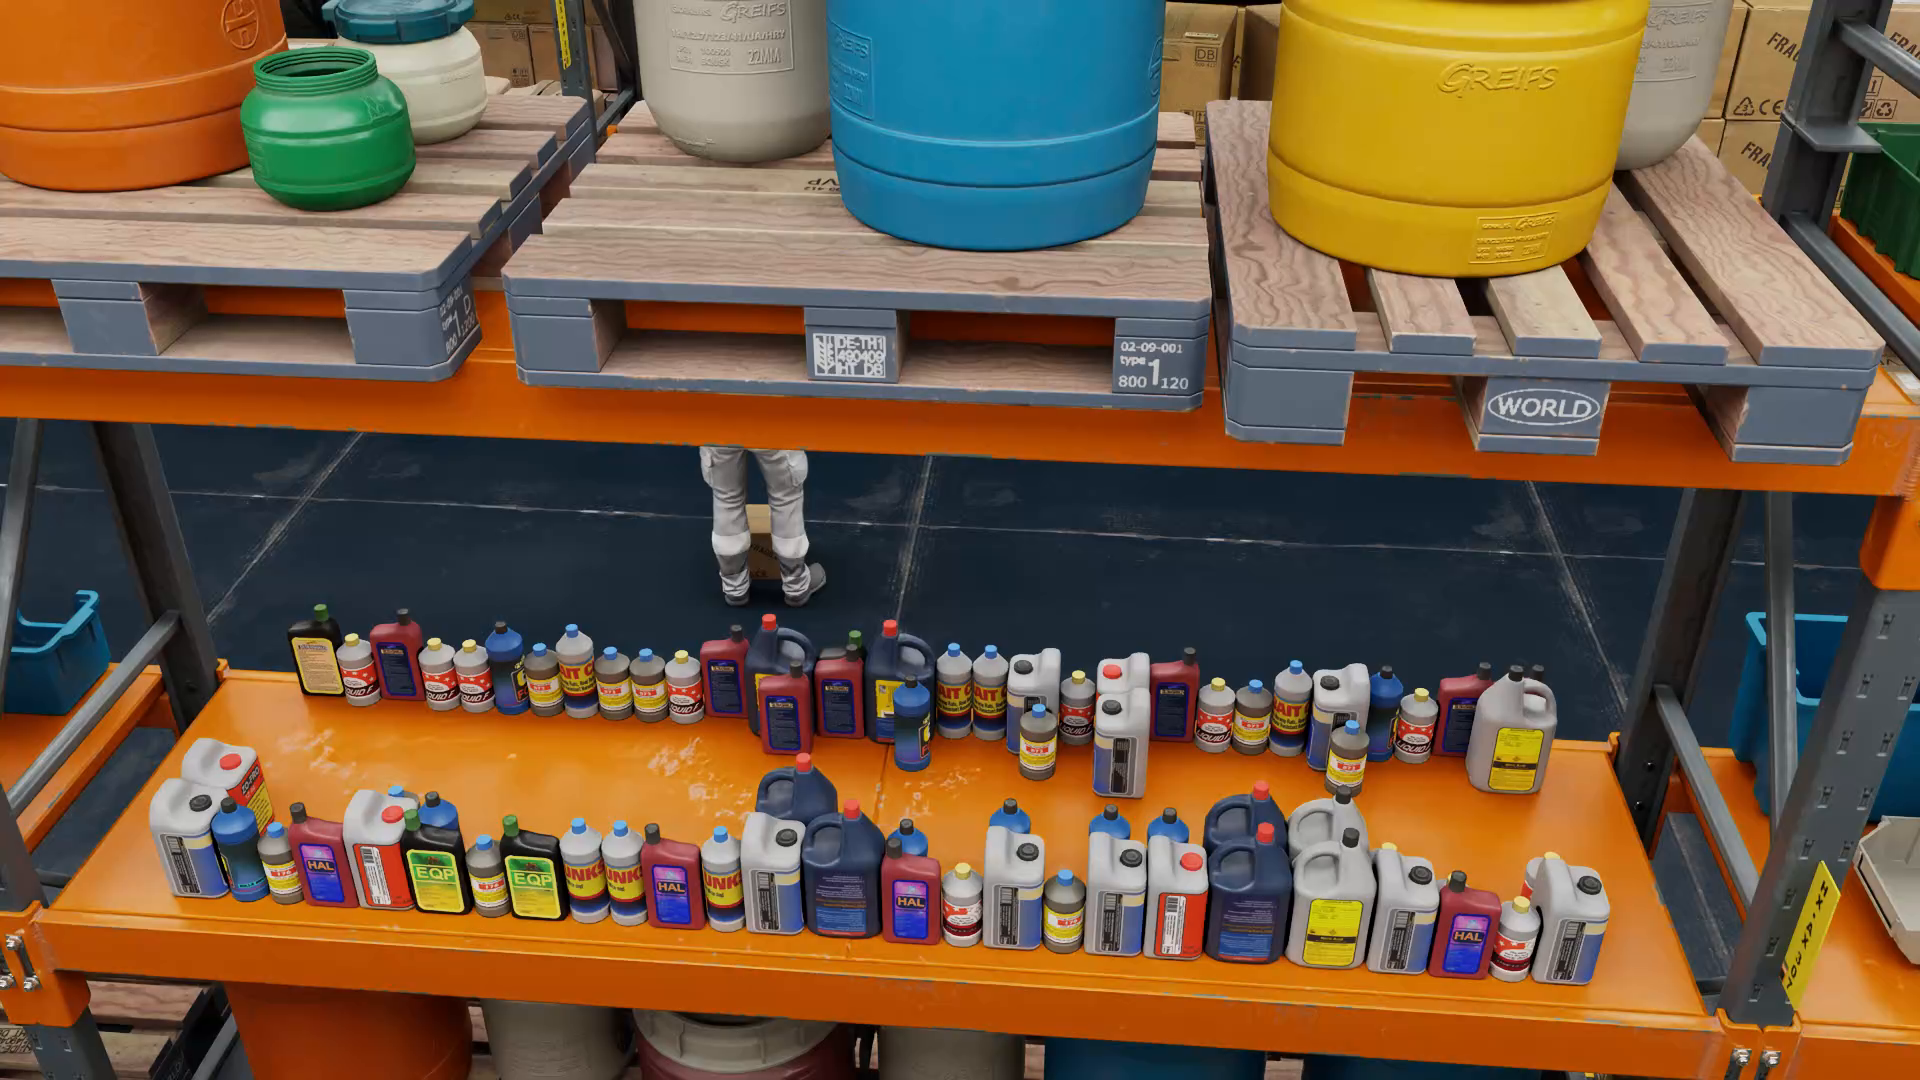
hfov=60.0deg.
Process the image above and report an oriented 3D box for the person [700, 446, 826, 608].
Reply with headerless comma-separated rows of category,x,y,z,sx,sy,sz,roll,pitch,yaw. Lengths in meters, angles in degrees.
person,-0.883,-0.524,6.971,0.612,1.779,0.455,2,32,4
